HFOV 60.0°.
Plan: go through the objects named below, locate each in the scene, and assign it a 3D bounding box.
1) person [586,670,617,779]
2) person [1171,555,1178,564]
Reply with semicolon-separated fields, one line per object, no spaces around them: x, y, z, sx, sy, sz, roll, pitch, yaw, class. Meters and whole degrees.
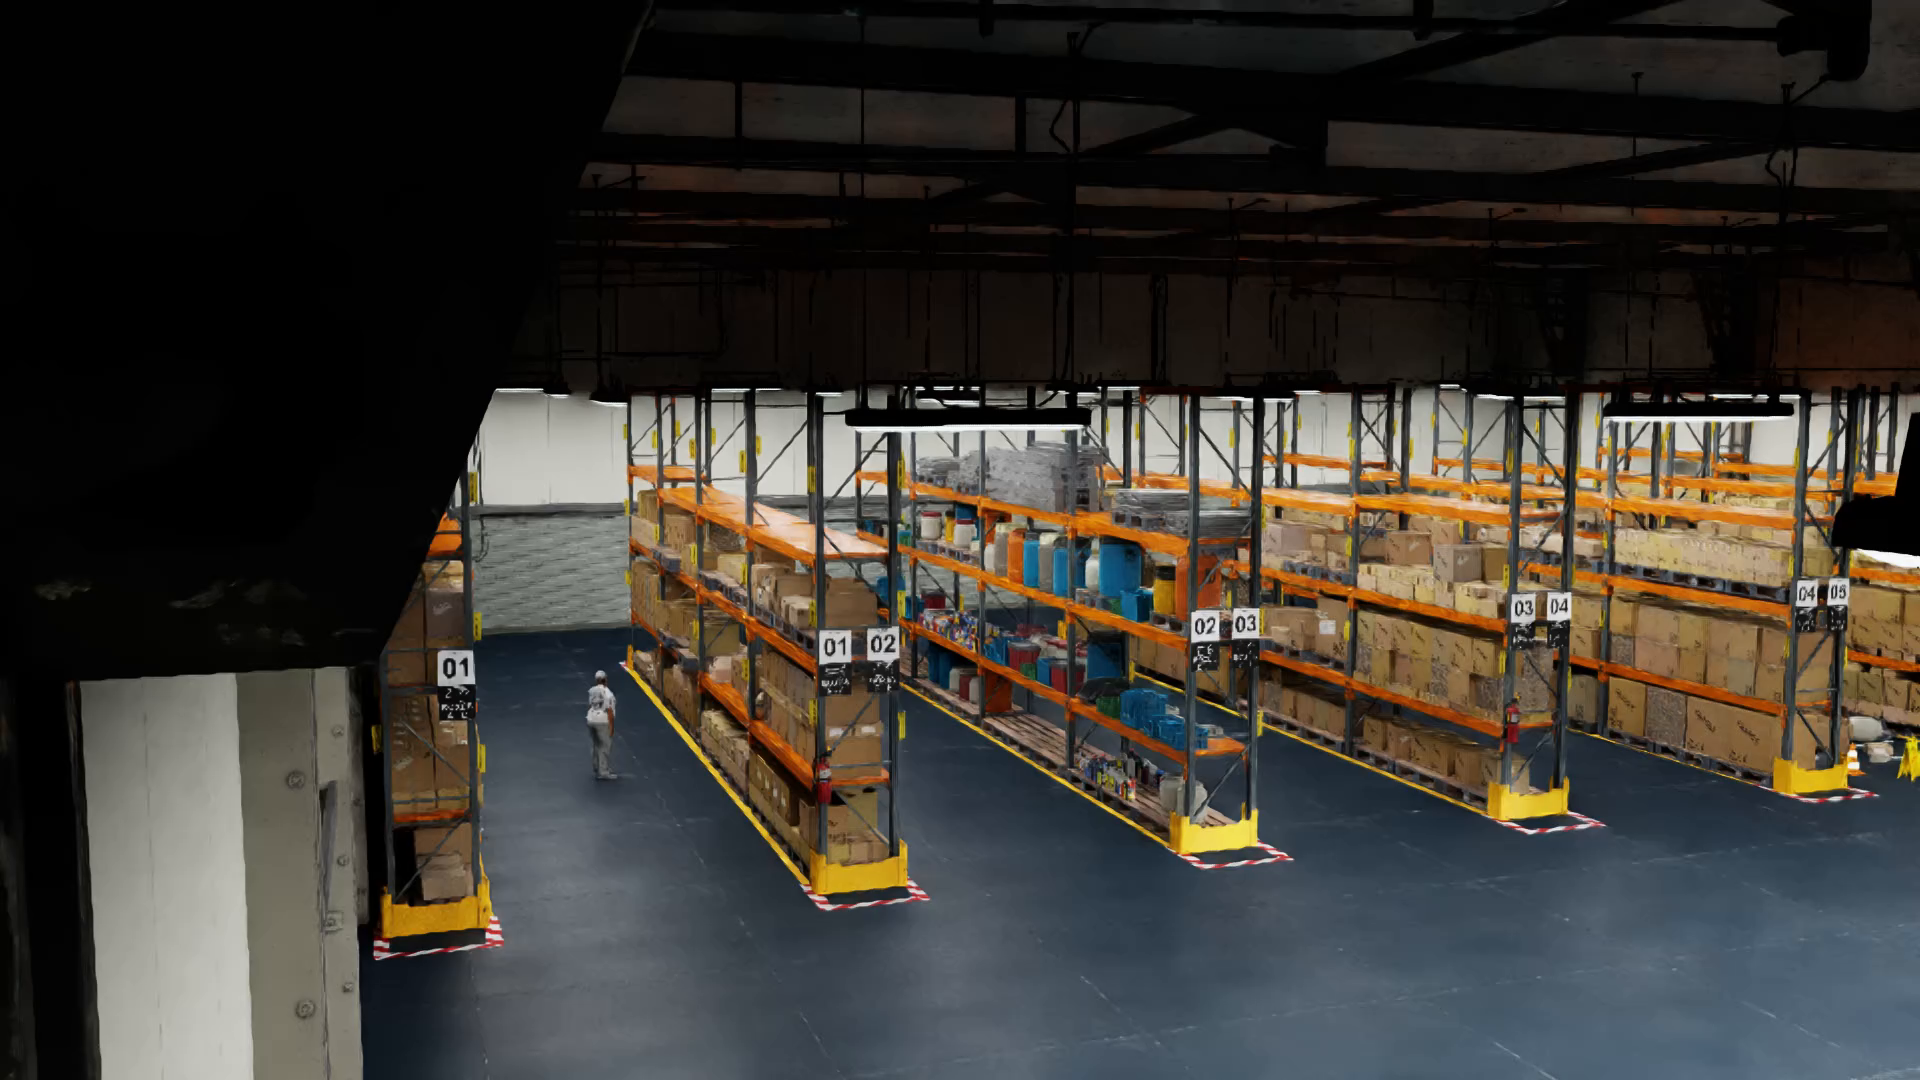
-5.515;2.841;25.723;0.510;1.668;0.450;5;8;42;person
5.723;1.030;43.420;0.491;1.661;0.591;3;7;28;person
